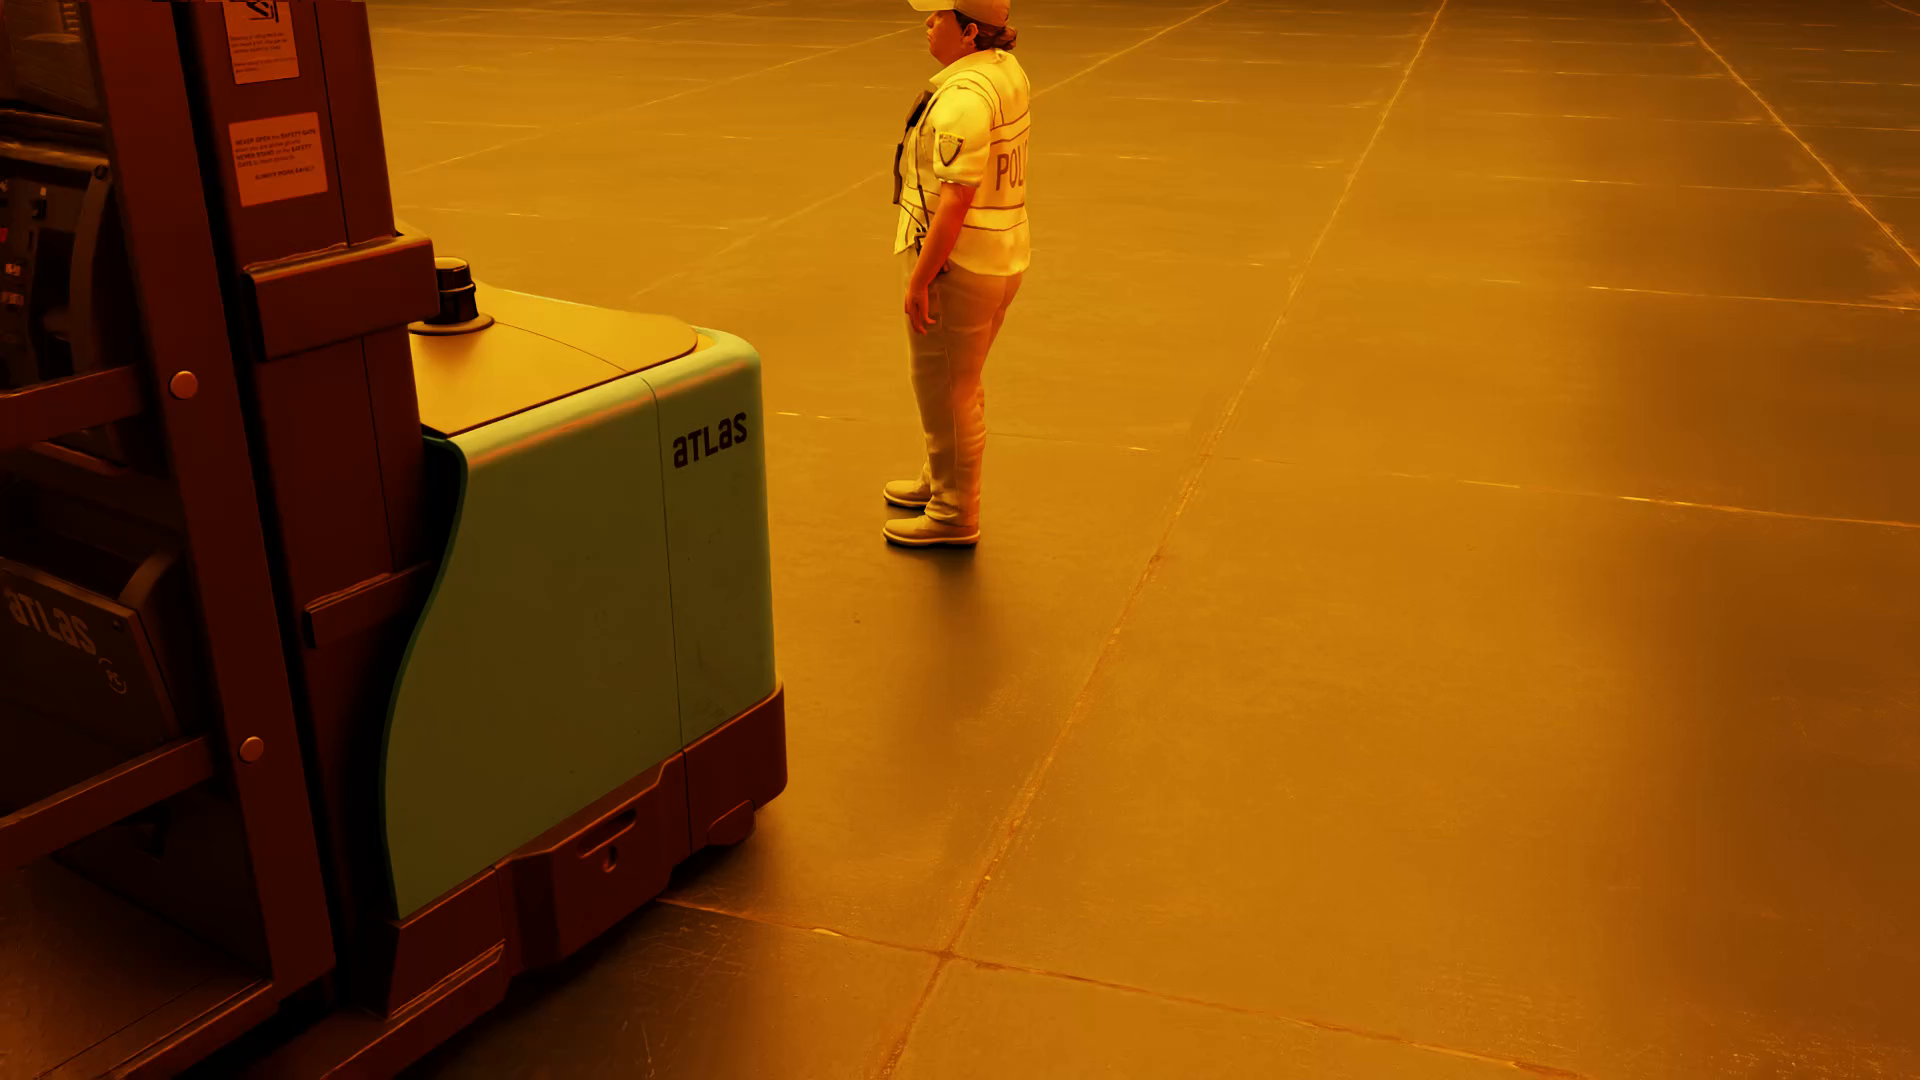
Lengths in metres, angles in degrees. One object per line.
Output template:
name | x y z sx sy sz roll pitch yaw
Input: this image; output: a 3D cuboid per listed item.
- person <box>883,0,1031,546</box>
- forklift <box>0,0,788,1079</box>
person | -0.065 -0.796 4.846 0.529 1.670 0.587 7 23 16
forklift | -1.609 -0.396 2.238 1.130 2.935 3.031 14 26 31
